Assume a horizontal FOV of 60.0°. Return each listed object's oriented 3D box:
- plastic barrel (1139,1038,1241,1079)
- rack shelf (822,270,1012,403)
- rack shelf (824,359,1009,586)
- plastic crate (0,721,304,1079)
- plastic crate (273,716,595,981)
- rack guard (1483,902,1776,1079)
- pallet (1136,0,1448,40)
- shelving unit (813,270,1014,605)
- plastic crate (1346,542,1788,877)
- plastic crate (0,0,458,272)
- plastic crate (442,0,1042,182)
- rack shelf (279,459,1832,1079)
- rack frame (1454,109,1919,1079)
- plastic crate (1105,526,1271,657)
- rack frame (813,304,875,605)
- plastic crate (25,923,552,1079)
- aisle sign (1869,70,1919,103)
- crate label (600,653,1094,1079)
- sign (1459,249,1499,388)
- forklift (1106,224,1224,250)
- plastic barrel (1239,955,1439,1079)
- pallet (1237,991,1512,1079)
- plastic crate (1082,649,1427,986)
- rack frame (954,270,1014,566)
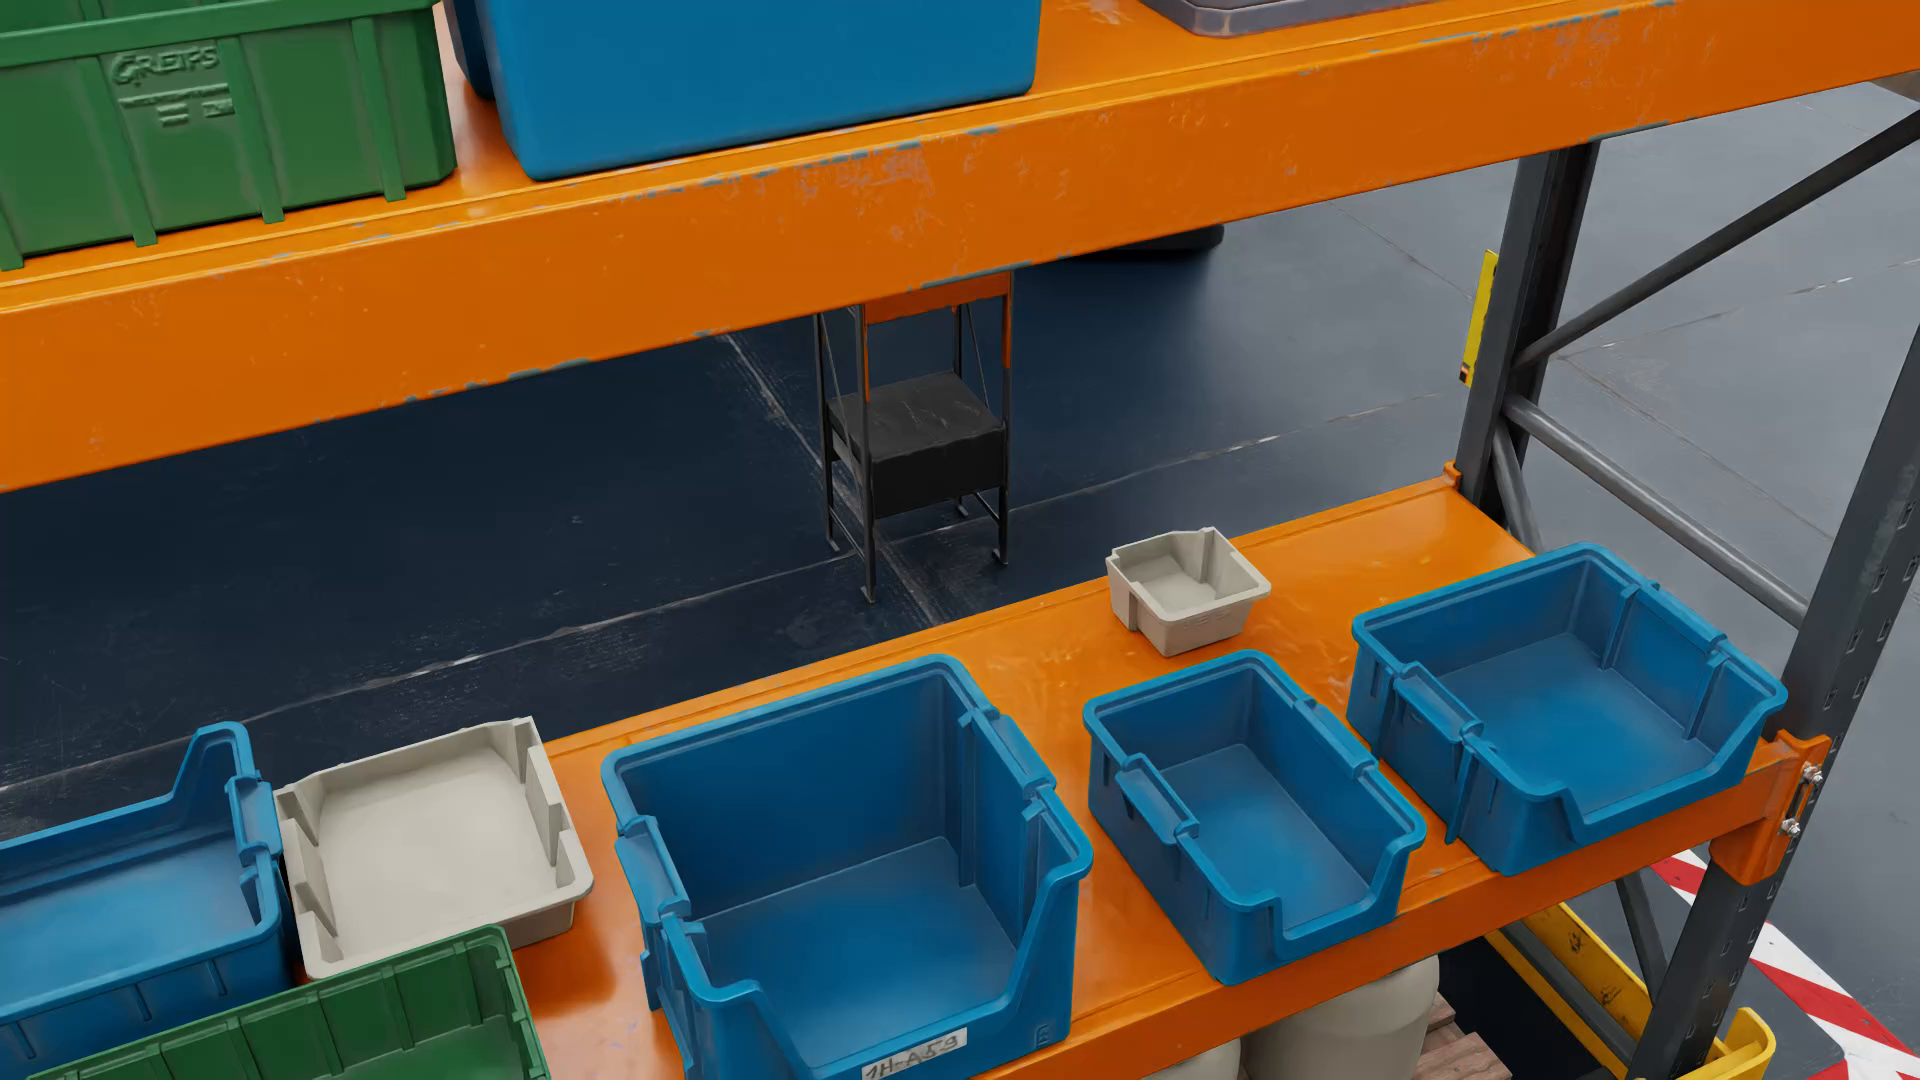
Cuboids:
[{"bbox_3d":[0.365,1.107,3.475,0.421,0.512,0.421,0,37,0],"label":"plastic barrel"},{"bbox_3d":[-0.150,-0.790,5.076,0.480,0.518,0.431,-16,39,-20],"label":"rack shelf"},{"bbox_3d":[-0.150,-0.228,5.493,0.480,0.518,0.431,-16,39,-20],"label":"rack shelf"},{"bbox_3d":[-1.353,0.587,2.565,0.616,0.251,0.499,-16,39,-20],"label":"plastic crate"},{"bbox_3d":[-0.877,0.513,2.762,0.437,0.136,0.530,-16,39,-20],"label":"plastic crate"},{"bbox_3d":[1.333,0.990,3.995,0.348,0.500,1.175,-16,39,-20],"label":"rack guard"},{"bbox_3d":[0.591,-1.030,2.262,1.213,0.211,1.003,-16,39,-20],"label":"pallet"},{"bbox_3d":[-0.150,-0.801,5.068,0.503,2.100,0.431,-16,39,-20],"label":"shelving unit"},{"bbox_3d":[1.056,0.290,2.966,0.616,0.251,0.499,-16,39,-20],"label":"plastic crate"},{"bbox_3d":[-0.695,-0.418,1.455,0.450,0.188,0.336,-16,39,-20],"label":"plastic crate"},{"bbox_3d":[-0.217,-0.611,1.552,0.575,0.384,0.392,-16,39,-20],"label":"plastic crate"},{"bbox_3d":[-0.429,0.737,2.842,4.000,0.370,1.077,-16,39,-20],"label":"rack shelf"},{"bbox_3d":[1.382,-0.058,3.311,0.127,3.000,1.000,-16,39,-20],"label":"rack frame"},{"bbox_3d":[0.435,0.101,3.318,0.250,0.136,0.298,-16,39,-20],"label":"plastic crate"},{"bbox_3d":[-0.371,-0.740,4.985,0.015,2.100,0.400,-16,39,-20],"label":"rack frame"},{"bbox_3d":[-0.891,0.848,2.267,0.662,0.188,0.450,-16,39,-20],"label":"plastic crate"},{"bbox_3d":[1.573,-0.960,2.345,0.004,0.787,0.394,-16,39,-20],"label":"aisle sign"},{"bbox_3d":[-0.170,0.539,2.475,0.616,0.435,0.502,-16,39,-20],"label":"crate label"},{"bbox_3d":[1.152,-0.467,3.630,0.005,0.325,0.100,-16,39,-20],"label":"sign"},{"bbox_3d":[0.588,-3.301,7.741,1.130,2.935,3.031,-2,37,-2],"label":"forklift"},{"bbox_3d":[0.818,0.980,3.646,0.421,0.512,0.421,0,37,0],"label":"plastic barrel"},{"bbox_3d":[0.595,1.309,3.808,1.213,0.211,1.003,-16,39,-20],"label":"pallet"},{"bbox_3d":[0.465,0.451,2.749,0.408,0.251,0.499,-16,39,-20],"label":"plastic crate"},{"bbox_3d":[0.071,-0.863,5.151,0.015,2.100,0.400,-16,39,-20],"label":"rack frame"}]
